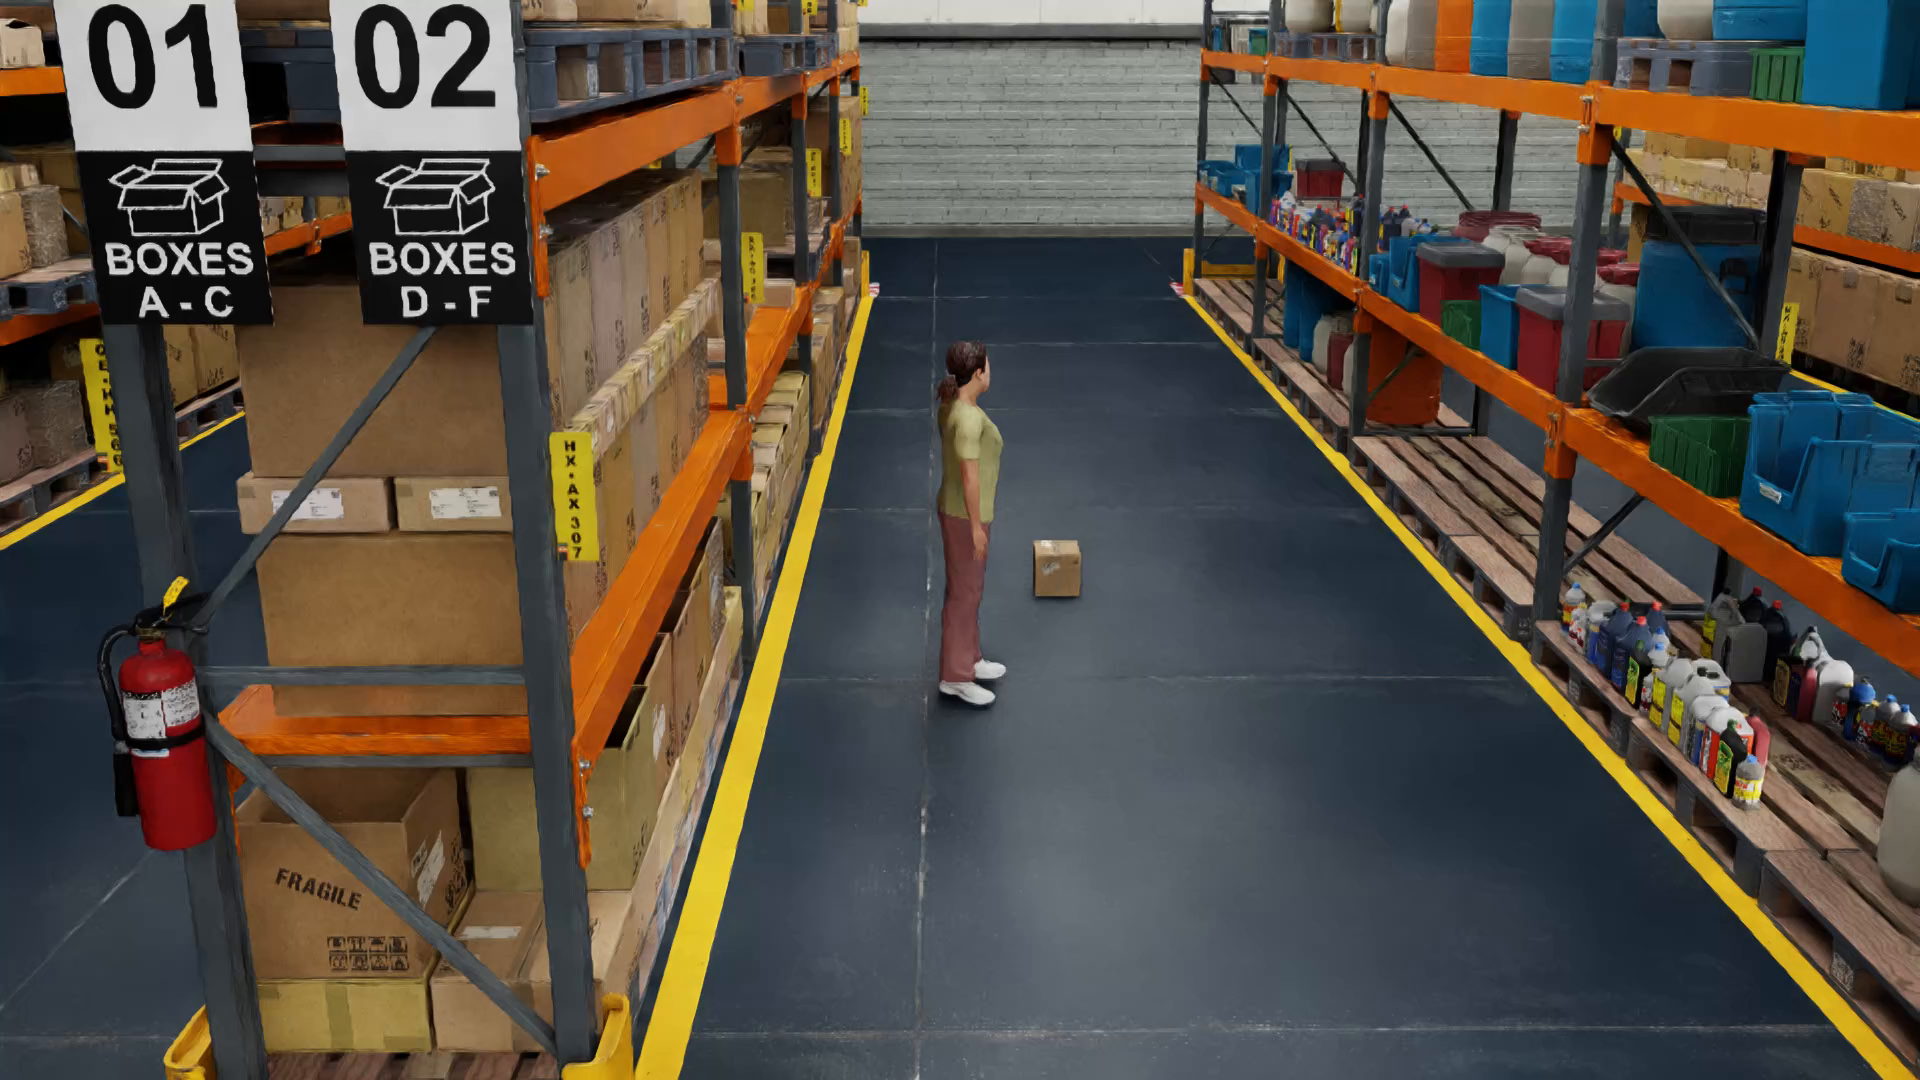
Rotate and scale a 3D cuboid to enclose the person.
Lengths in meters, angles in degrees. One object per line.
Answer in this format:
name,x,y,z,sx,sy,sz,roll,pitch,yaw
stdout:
person,0.054,-0.100,7.788,0.374,1.680,0.525,-3,17,-9
